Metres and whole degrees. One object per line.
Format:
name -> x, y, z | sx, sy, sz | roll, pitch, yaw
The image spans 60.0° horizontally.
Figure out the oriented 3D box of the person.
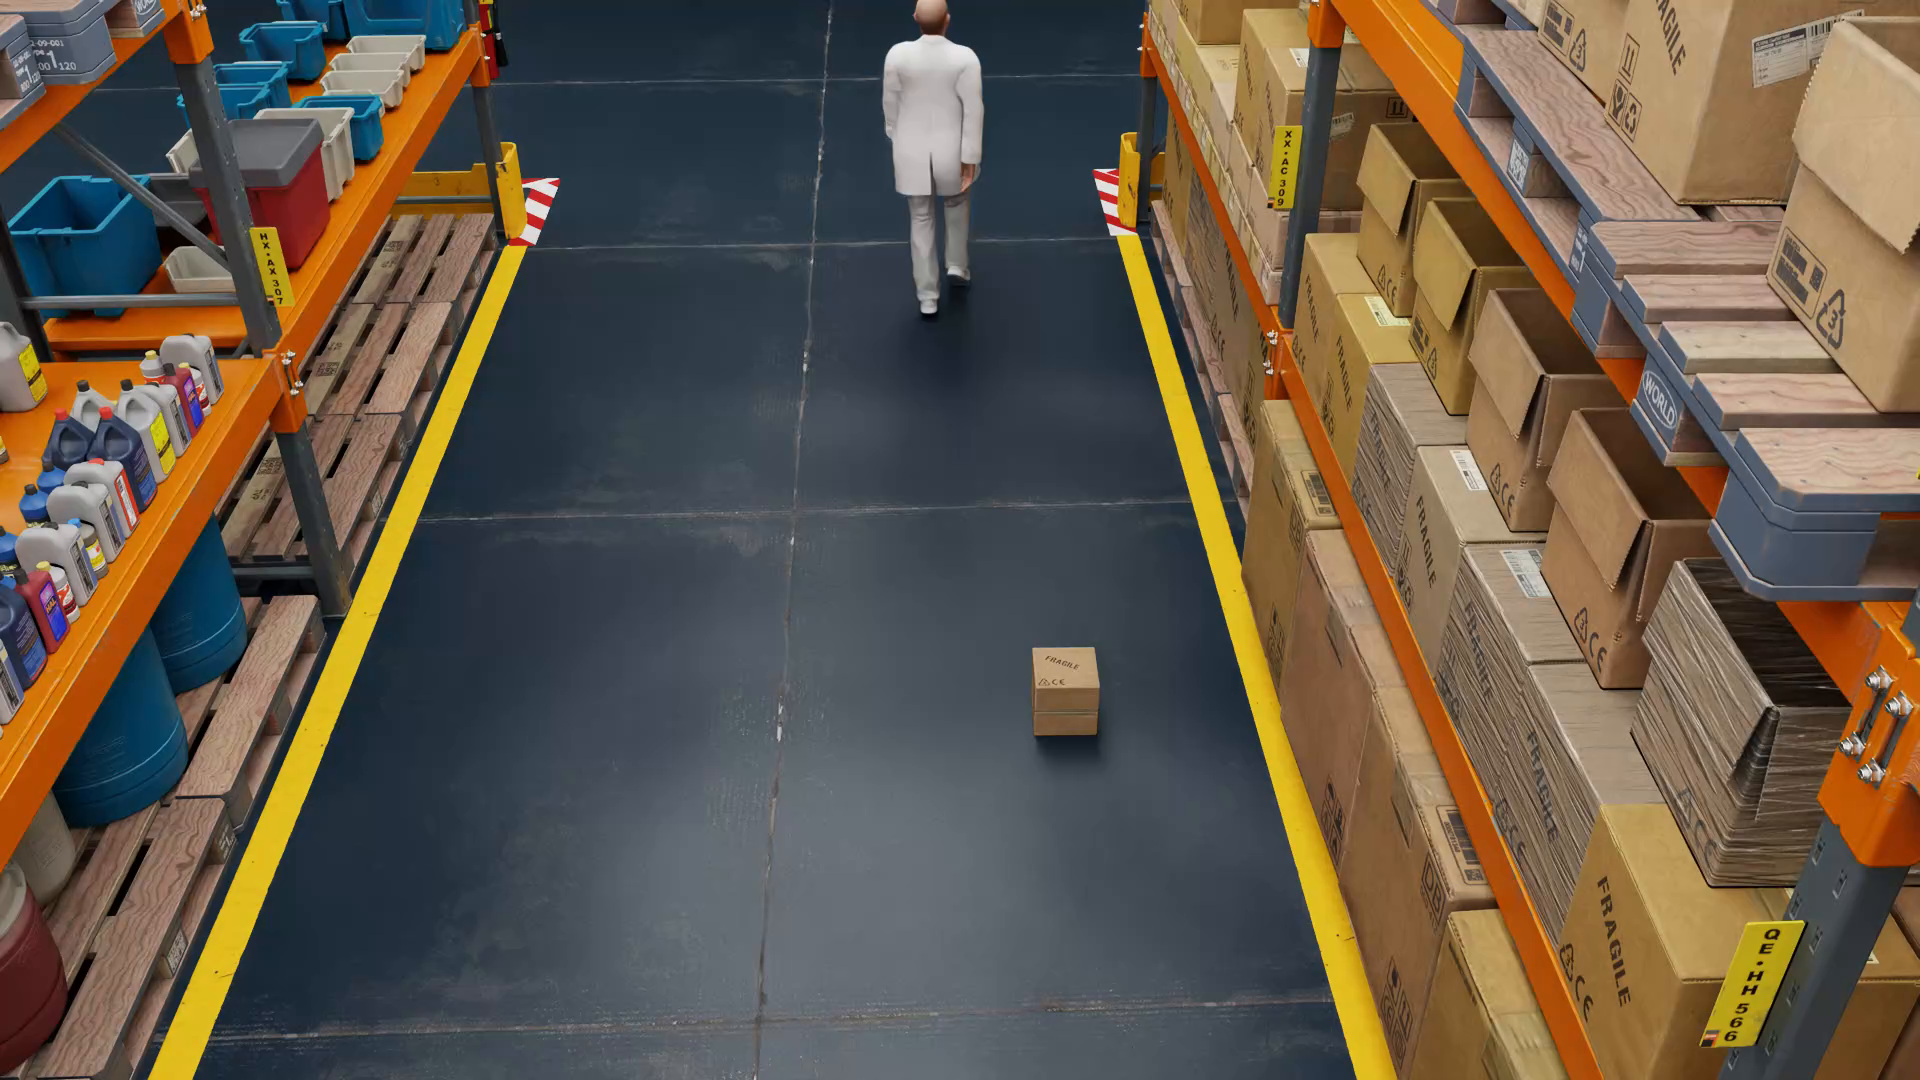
person -> -0.143, -2.172, 9.325 | 0.565, 1.849, 0.678 | 1, 35, 1
